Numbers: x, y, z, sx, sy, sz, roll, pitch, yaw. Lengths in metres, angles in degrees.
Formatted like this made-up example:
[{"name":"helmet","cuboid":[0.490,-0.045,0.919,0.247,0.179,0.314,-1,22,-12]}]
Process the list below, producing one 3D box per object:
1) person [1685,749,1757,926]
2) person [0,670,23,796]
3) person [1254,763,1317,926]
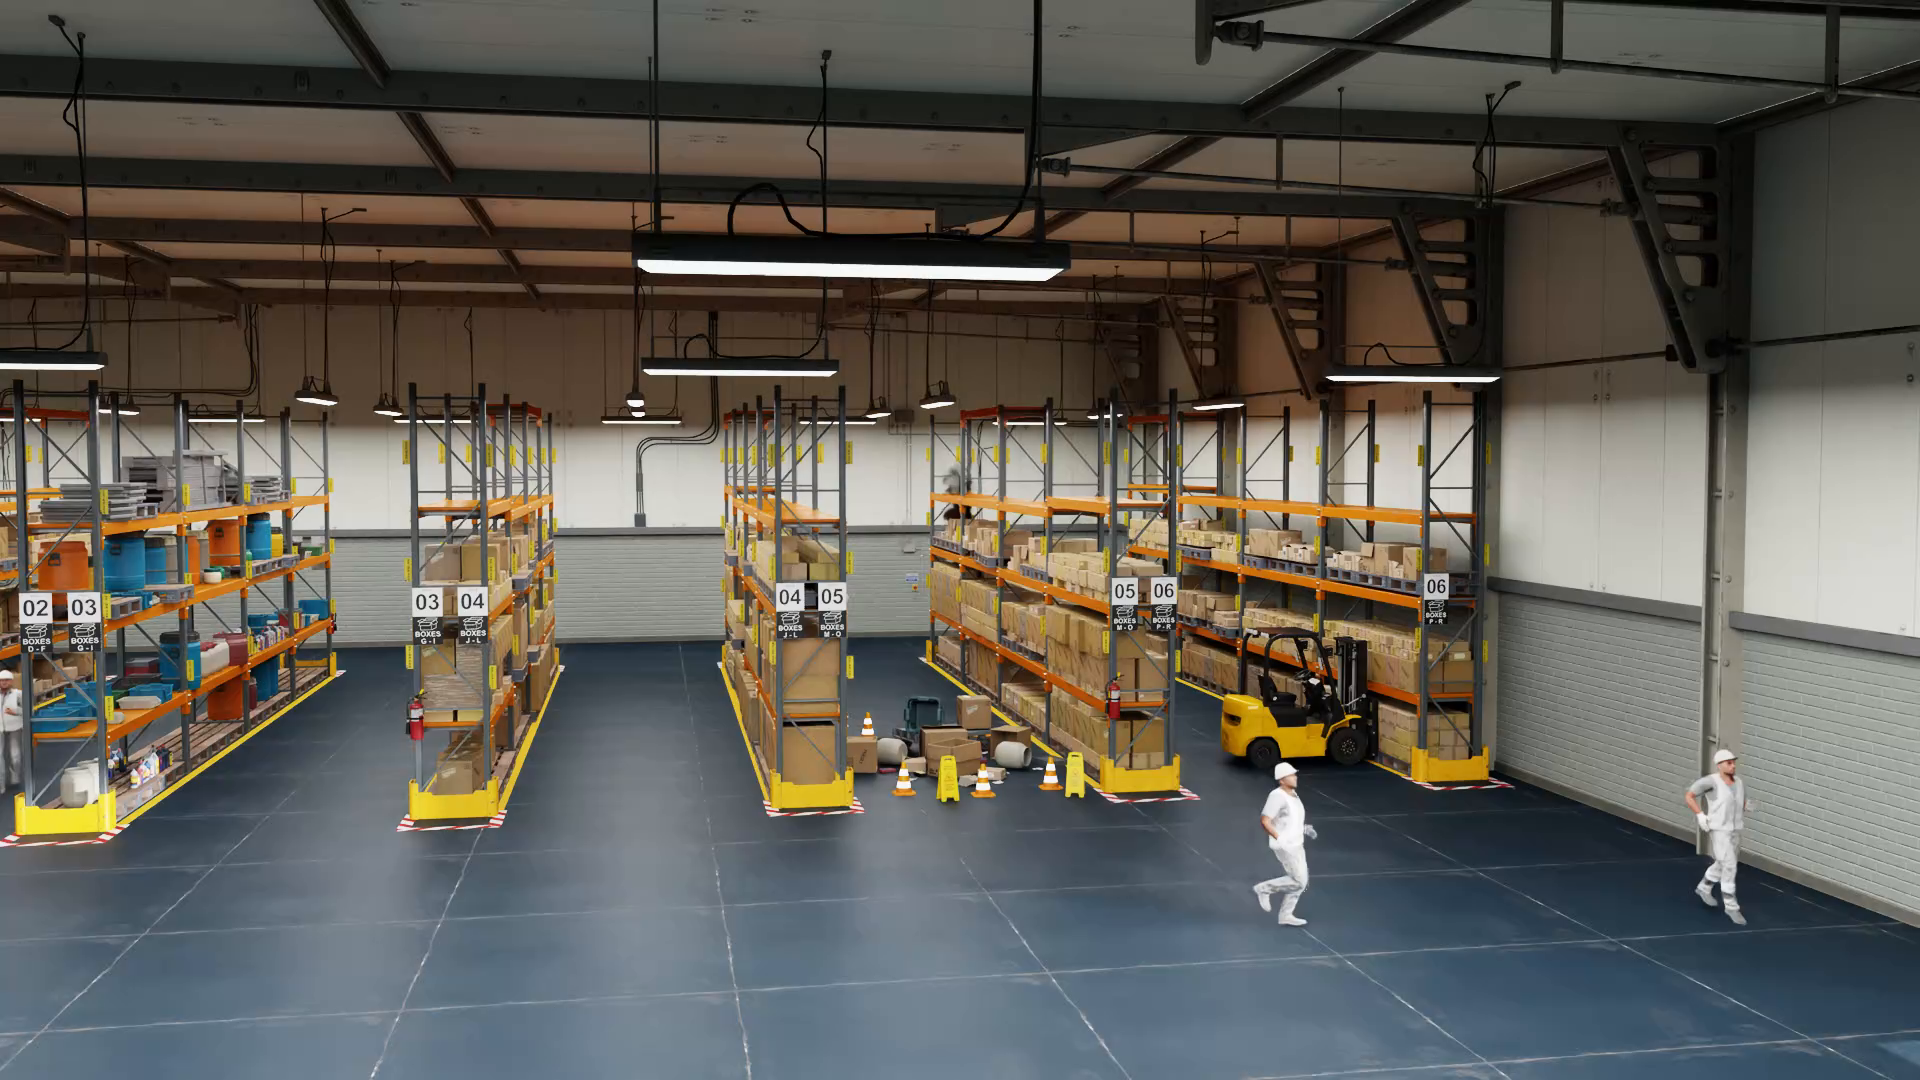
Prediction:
[{"name":"person","cuboid":[8.294,3.181,18.070,0.640,1.824,0.814,-1,3,-21]},{"name":"person","cuboid":[-14.238,2.846,24.841,0.627,1.824,0.868,-1,3,-25]},{"name":"person","cuboid":[3.467,3.240,17.729,0.603,1.738,0.684,2,3,29]}]
